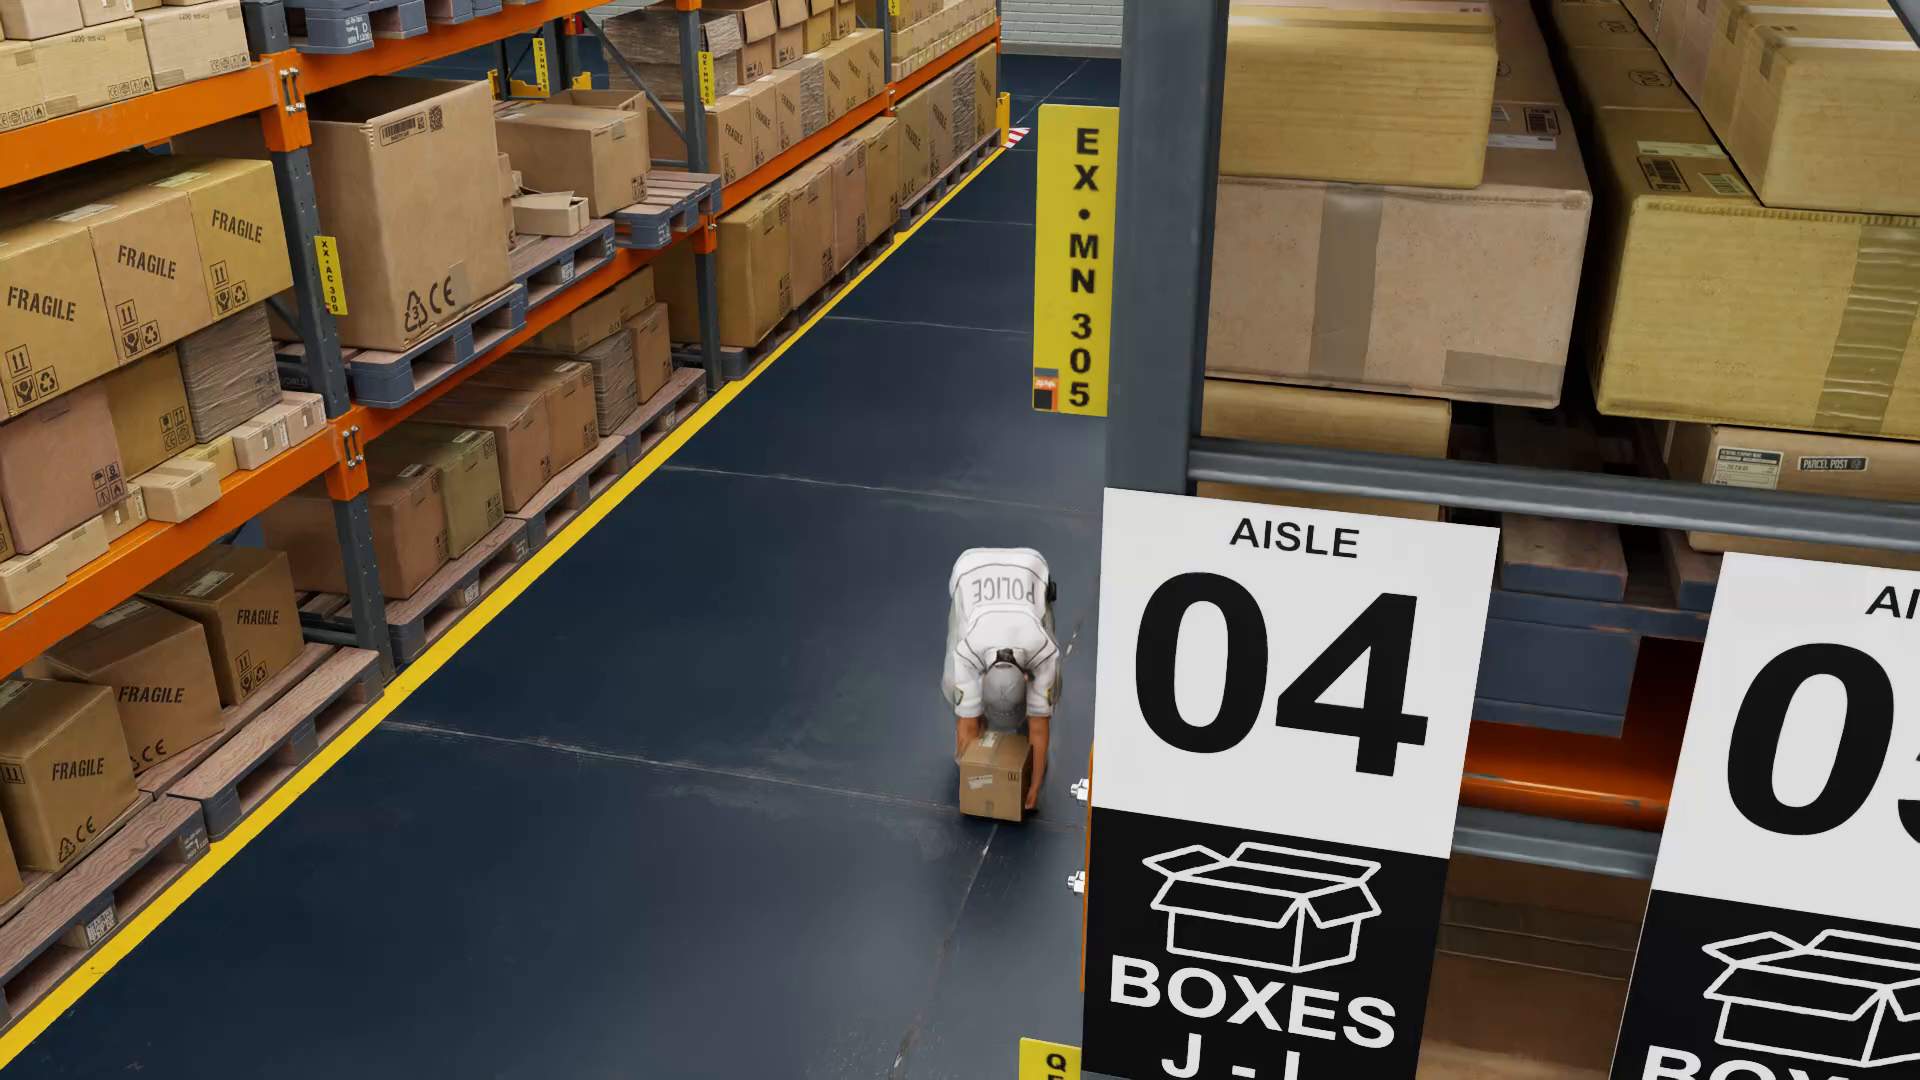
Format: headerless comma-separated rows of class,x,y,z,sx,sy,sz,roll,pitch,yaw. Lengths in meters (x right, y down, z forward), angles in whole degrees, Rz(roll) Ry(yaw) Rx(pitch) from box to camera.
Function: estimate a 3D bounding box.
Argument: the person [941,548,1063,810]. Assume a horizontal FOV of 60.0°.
person,0.171,0.556,6.831,0.500,0.900,0.936,1,25,1
